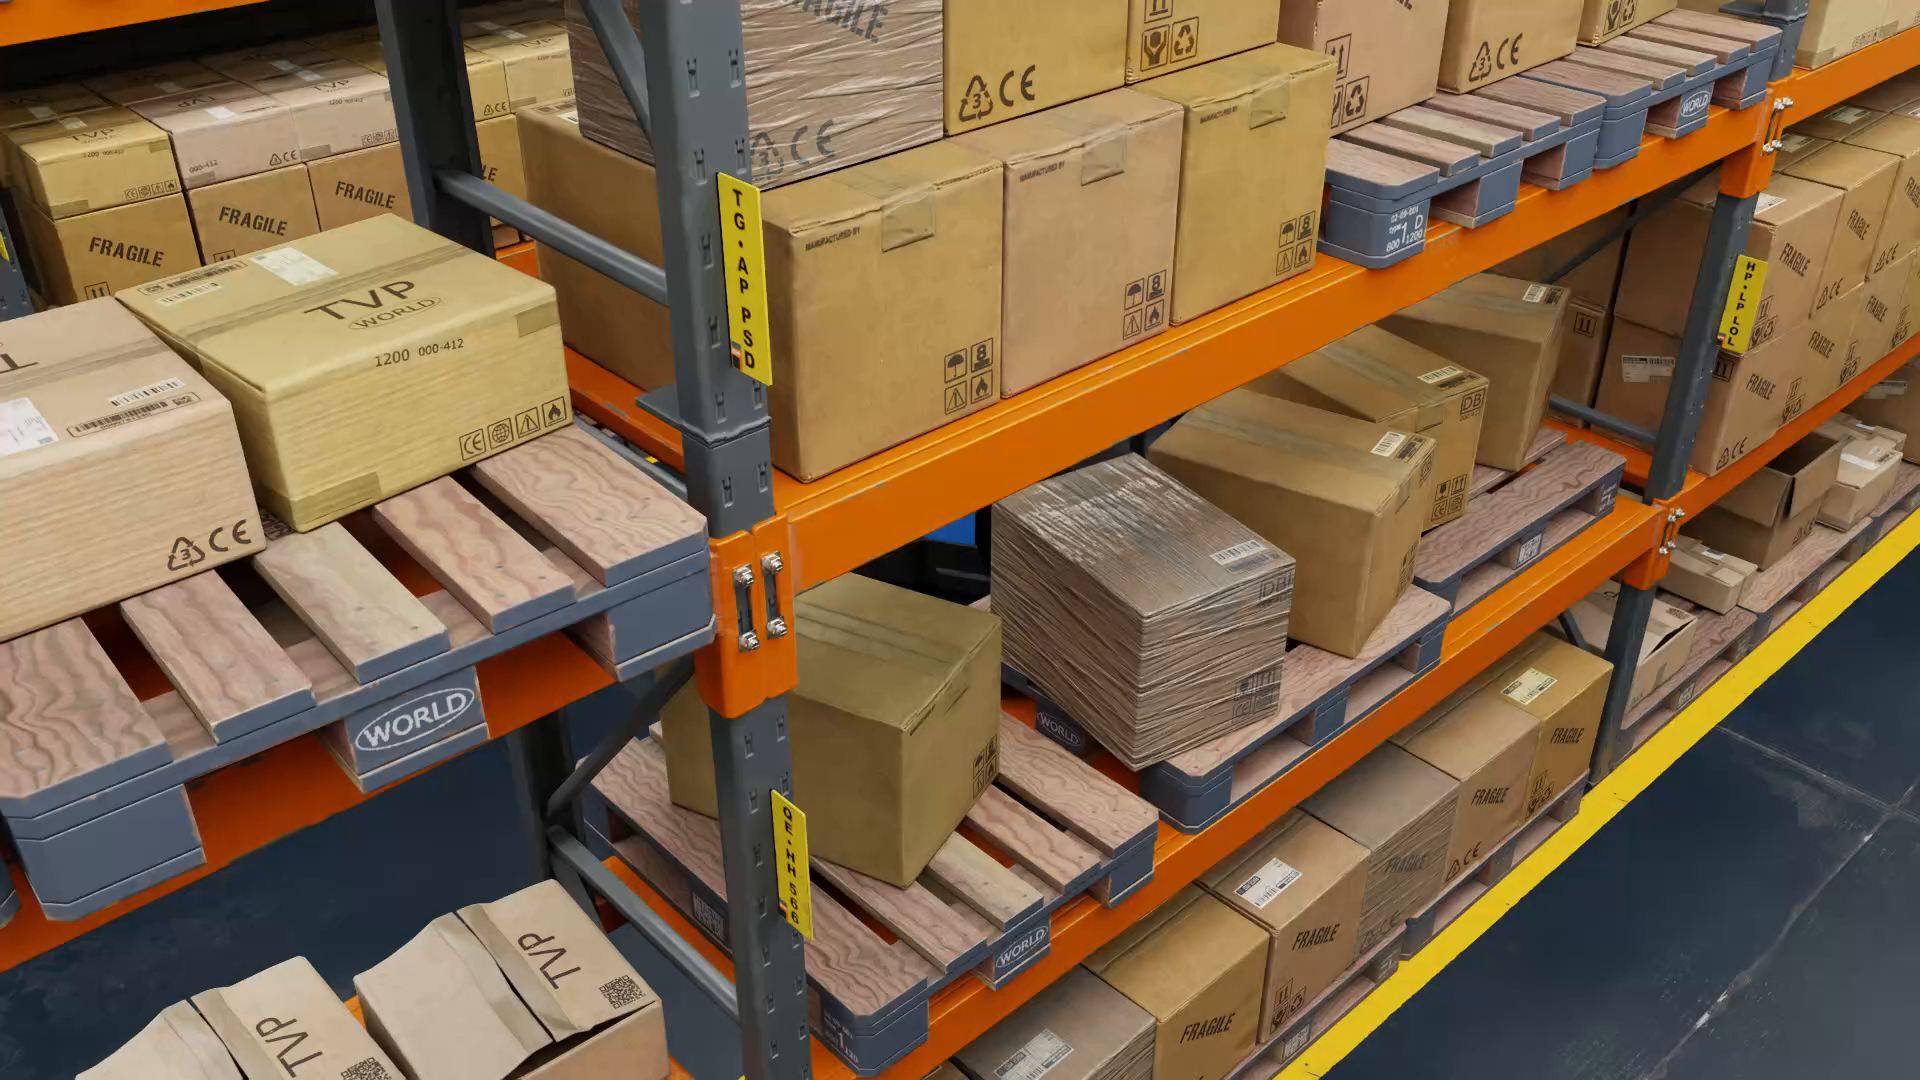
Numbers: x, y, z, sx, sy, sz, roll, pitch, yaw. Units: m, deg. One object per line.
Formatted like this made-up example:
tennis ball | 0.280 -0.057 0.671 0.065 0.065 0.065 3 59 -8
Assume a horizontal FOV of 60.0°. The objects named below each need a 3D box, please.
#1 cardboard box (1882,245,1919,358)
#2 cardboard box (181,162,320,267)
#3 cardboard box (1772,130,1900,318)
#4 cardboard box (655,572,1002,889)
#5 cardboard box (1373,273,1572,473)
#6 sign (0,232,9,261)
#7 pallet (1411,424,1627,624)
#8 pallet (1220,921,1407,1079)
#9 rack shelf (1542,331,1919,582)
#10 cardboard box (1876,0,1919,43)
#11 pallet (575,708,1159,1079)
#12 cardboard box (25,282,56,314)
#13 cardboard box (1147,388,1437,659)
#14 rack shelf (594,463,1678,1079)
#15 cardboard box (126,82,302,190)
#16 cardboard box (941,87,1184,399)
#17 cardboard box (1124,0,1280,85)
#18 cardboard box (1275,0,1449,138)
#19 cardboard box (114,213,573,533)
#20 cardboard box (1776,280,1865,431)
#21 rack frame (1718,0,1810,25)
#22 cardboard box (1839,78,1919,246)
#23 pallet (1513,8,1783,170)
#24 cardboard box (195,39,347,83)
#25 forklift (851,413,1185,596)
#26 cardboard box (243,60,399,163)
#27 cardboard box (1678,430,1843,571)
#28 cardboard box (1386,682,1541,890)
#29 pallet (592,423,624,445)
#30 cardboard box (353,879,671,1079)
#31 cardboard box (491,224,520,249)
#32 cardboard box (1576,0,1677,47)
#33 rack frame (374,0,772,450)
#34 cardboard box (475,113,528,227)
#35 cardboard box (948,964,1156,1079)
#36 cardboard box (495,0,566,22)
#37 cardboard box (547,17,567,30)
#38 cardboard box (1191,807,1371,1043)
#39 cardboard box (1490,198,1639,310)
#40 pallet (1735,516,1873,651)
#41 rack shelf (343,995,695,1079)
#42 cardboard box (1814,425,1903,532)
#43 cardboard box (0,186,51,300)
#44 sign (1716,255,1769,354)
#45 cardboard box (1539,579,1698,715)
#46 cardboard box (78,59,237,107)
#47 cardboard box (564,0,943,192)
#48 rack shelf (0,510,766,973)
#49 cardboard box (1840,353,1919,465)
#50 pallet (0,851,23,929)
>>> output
cardboard box | 3.901 -1.161 7.178 0.500 0.500 0.500 -26 40 -36
cardboard box | -3.155 -1.411 7.283 0.500 0.500 0.500 -24 39 -34
cardboard box | 3.143 -1.214 6.305 0.500 0.500 0.500 -27 41 -37
cardboard box | -0.320 0.429 4.175 0.700 0.500 0.500 15 35 23
cardboard box | 1.729 -0.641 5.925 0.700 0.500 0.500 15 35 23
sign | -3.700 -1.233 6.357 0.005 0.325 0.100 -26 40 -35
pallet | 1.568 -0.178 5.850 1.213 0.211 1.003 -26 40 -35
pallet | 0.763 1.426 5.716 1.213 0.211 1.003 -26 40 -35
rack shelf | 3.695 -0.904 7.543 4.000 0.370 1.077 -26 40 -35
cardboard box | 3.122 -1.971 5.867 0.500 0.250 0.500 -26 40 -35
pallet | -0.256 0.732 4.362 1.003 0.211 1.213 -26 40 -35
cardboard box | -4.011 -1.092 7.381 0.250 0.149 0.380 -25 39 -35
cardboard box | 0.975 -0.073 4.996 0.700 0.500 0.500 18 36 27
rack shelf | 0.762 0.514 5.223 4.000 0.370 1.077 -26 40 -35
cardboard box | -3.174 -1.728 7.082 0.500 0.250 0.500 -26 40 -36
cardboard box | -0.034 -0.754 3.636 0.500 0.500 0.910 -26 40 -35
cardboard box | 0.367 -1.346 3.646 0.500 0.500 0.500 -26 40 -35
cardboard box | 0.833 -1.421 4.230 0.600 0.600 0.600 27 41 37
cardboard box | -0.999 -0.295 2.724 0.500 0.250 0.500 26 40 35
cardboard box | 3.161 -0.804 6.593 0.500 0.500 0.500 -25 39 -35
rack frame | 2.228 -3.061 4.630 0.127 3.000 1.000 -26 40 -35
cardboard box | 3.898 -1.579 6.903 0.500 0.500 0.500 -24 39 -34
pallet | 1.702 -1.497 5.128 1.003 0.211 1.213 -26 40 -35
cardboard box | -3.159 -2.098 7.686 0.500 0.250 0.500 -27 41 -37
forklift | 0.657 -1.140 7.304 3.031 2.935 1.130 10 33 15
cardboard box | -2.810 -1.907 7.374 0.500 0.250 0.500 -26 40 -35
cardboard box | 3.602 -0.293 7.825 0.637 0.503 0.797 -26 40 -35
cardboard box | 1.693 0.834 5.986 0.500 0.500 0.500 -26 40 -35
pallet | -2.552 -0.468 8.814 1.213 0.211 1.003 -26 40 -35
cardboard box | -1.001 1.067 3.715 0.500 0.311 0.500 -23 38 -33
cardboard box | -2.362 -1.545 8.123 0.250 0.149 0.380 -24 39 -34
cardboard box | 1.809 -1.896 5.005 0.600 0.600 0.600 25 39 35
rack frame | -0.705 -1.642 2.310 0.127 3.000 1.000 -26 40 -35
cardboard box | -2.414 -1.775 7.877 0.500 0.500 0.500 -25 39 -34
cardboard box | 0.203 1.556 4.805 0.500 0.500 0.500 -27 41 -37
cardboard box | -2.036 -2.642 8.576 0.500 0.250 0.500 -25 40 -35
cardboard box | -1.693 -2.452 8.266 0.500 0.250 0.500 -25 39 -34
cardboard box | 0.954 1.193 5.399 0.500 0.500 0.500 -27 41 -37
cardboard box | 2.423 -1.249 6.364 0.500 0.500 0.500 -26 40 -35
pallet | 3.627 0.010 8.032 1.213 0.211 1.003 -26 40 -35
rack shelf | -2.171 1.933 2.903 4.000 0.370 1.077 -26 40 -35
cardboard box | 4.213 -0.323 8.116 0.500 0.250 0.500 -26 40 -35
cardboard box | -3.909 -1.423 7.302 0.500 0.500 0.500 -26 40 -35
sign | 2.608 -0.785 5.548 0.005 0.325 0.100 -26 40 -35
cardboard box | 2.683 0.391 6.890 0.500 0.311 0.500 -26 40 -35
cardboard box | -3.537 -1.917 7.391 0.500 0.250 0.500 -27 41 -37
cardboard box | -0.381 -0.984 3.055 0.500 0.500 0.500 -26 40 -35
rack shelf | -2.171 0.654 2.120 4.000 0.370 1.077 -26 40 -35
cardboard box | 4.930 -0.755 8.583 0.500 0.500 0.500 -26 40 -35
pallet | -1.960 0.391 2.042 1.213 0.211 1.003 -24 39 -33
